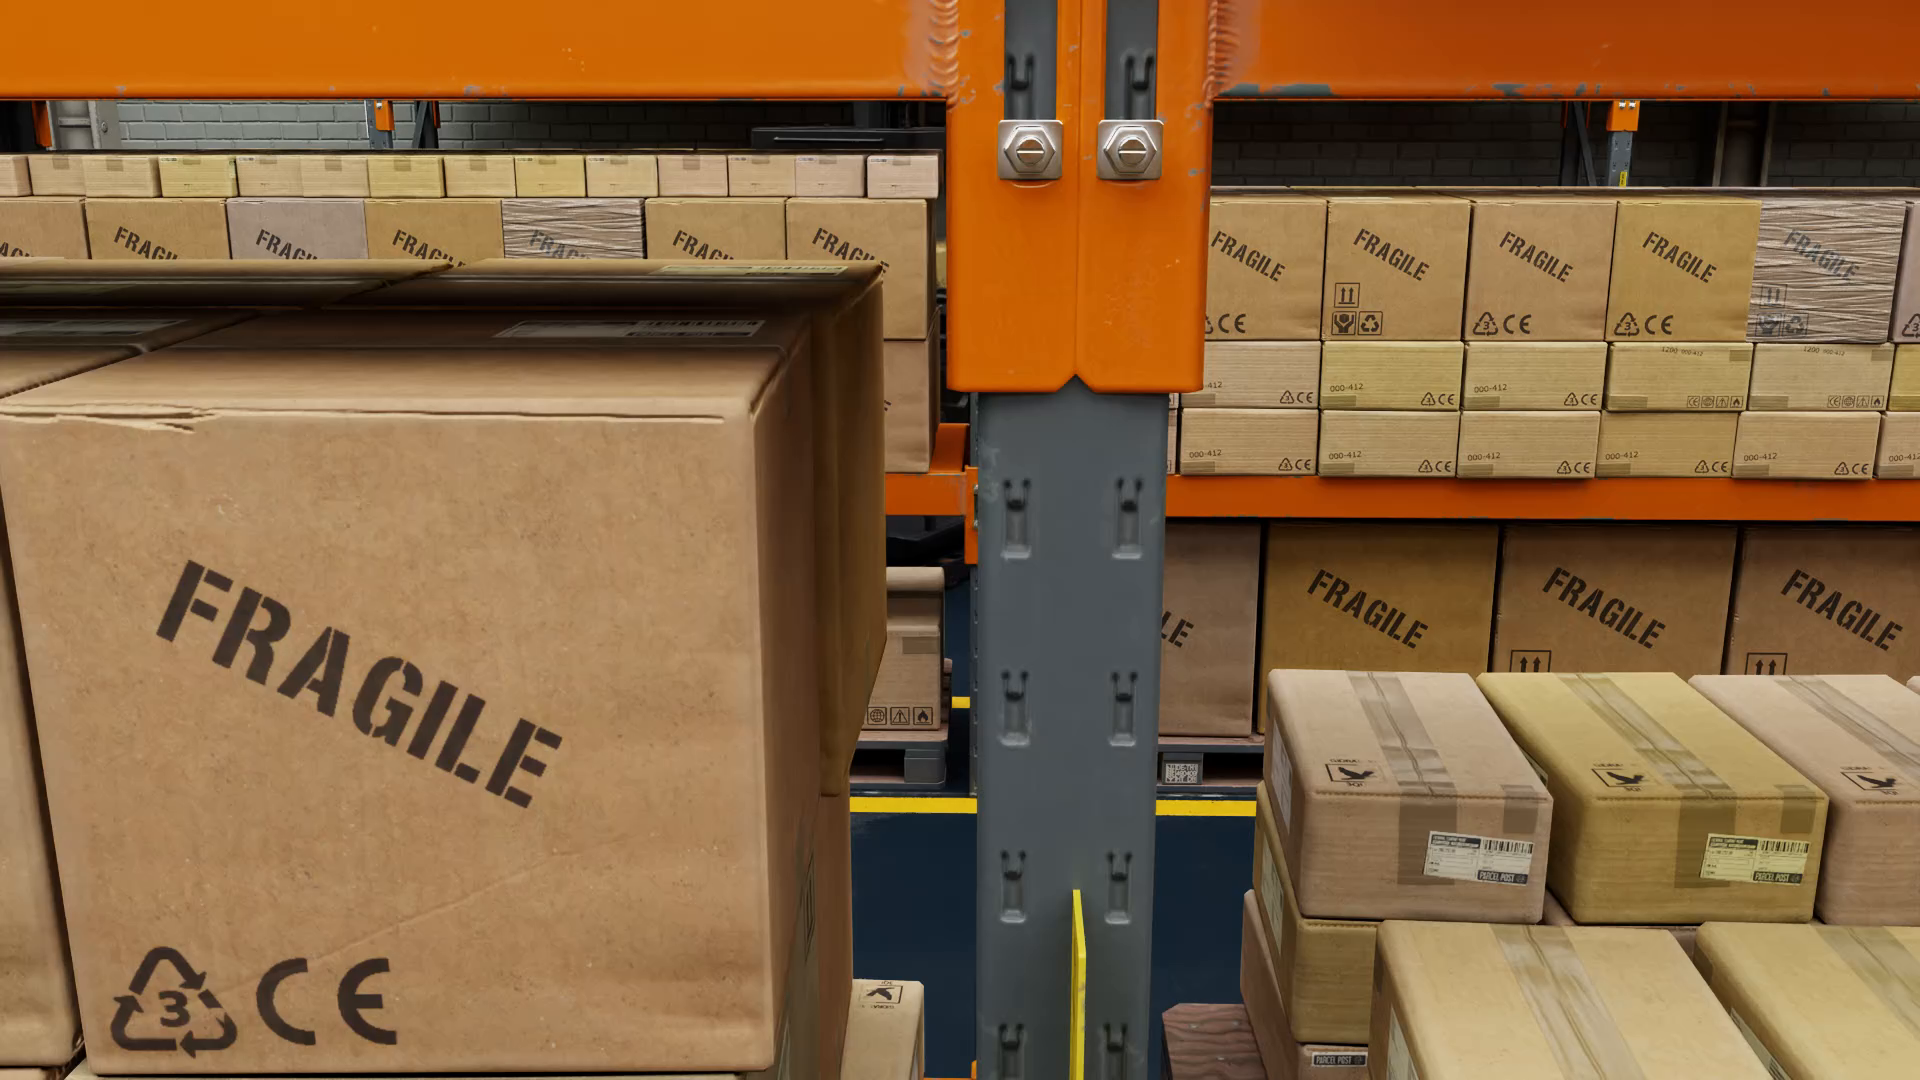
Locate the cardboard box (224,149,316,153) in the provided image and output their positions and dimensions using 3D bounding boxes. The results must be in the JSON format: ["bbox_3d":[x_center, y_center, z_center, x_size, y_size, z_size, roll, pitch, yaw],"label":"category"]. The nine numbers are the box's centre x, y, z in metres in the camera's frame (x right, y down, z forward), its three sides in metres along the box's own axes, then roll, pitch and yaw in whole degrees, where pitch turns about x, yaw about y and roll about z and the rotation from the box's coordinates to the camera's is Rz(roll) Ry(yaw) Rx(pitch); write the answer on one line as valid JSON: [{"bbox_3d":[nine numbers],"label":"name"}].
[{"bbox_3d":[-2.756,-1.498,6.711,0.250,0.149,0.380,1,15,3],"label":"cardboard box"}]

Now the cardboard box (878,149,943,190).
[{"bbox_3d":[-0.196,-1.480,6.640,0.250,0.149,0.380,0,15,1],"label":"cardboard box"}]

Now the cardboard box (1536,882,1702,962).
[{"bbox_3d":[0.754,0.425,1.934,0.250,0.149,0.380,0,15,2],"label":"cardboard box"}]

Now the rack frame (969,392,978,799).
[{"bbox_3d":[0.113,-0.566,6.605,0.127,3.000,1.000,0,15,1],"label":"rack frame"}]

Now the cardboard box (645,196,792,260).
[{"bbox_3d":[-0.872,-1.036,6.230,0.500,0.500,0.500,0,15,1],"label":"cardboard box"}]

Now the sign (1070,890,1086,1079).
[{"bbox_3d":[0.082,0.417,1.182,0.005,0.325,0.100,0,15,1],"label":"sign"}]

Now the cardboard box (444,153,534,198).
[{"bbox_3d":[-1.725,-1.354,6.166,0.250,0.149,0.380,0,15,1],"label":"cardboard box"}]

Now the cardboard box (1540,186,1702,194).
[{"bbox_3d":[2.612,-1.145,6.645,0.500,0.500,0.500,1,15,3],"label":"cardboard box"}]

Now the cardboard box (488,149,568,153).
[{"bbox_3d":[-1.718,-1.494,6.696,0.250,0.149,0.380,0,15,2],"label":"cardboard box"}]

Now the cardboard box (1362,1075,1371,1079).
[{"bbox_3d":[0.470,0.592,1.304,0.250,0.149,0.380,1,15,2],"label":"cardboard box"}]

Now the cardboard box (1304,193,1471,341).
[{"bbox_3d":[1.556,-1.021,6.175,0.500,0.500,0.500,0,15,0],"label":"cardboard box"}]

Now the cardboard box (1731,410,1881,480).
[{"bbox_3d":[3.089,-0.404,6.284,0.500,0.250,0.500,1,15,2],"label":"cardboard box"}]

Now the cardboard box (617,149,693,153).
[{"bbox_3d":[-1.221,-1.494,6.697,0.250,0.149,0.380,0,15,0],"label":"cardboard box"}]

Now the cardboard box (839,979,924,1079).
[{"bbox_3d":[-0.187,0.733,2.173,0.250,0.149,0.380,1,15,3],"label":"cardboard box"}]

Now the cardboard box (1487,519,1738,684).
[{"bbox_3d":[2.532,0.252,6.847,0.875,0.875,0.875,1,15,2],"label":"cardboard box"}]

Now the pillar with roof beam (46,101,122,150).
[{"bbox_3d":[-6.545,-3.908,7.513,0.400,9.000,9.100,0,15,1],"label":"pillar with roof beam"}]

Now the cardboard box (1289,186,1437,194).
[{"bbox_3d":[1.590,-1.149,6.659,0.500,0.500,0.500,1,15,3],"label":"cardboard box"}]

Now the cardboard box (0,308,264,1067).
[{"bbox_3d":[-0.906,0.085,1.397,0.500,0.500,0.500,0,15,0],"label":"cardboard box"}]

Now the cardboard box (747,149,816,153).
[{"bbox_3d":[-0.709,-1.468,6.597,0.250,0.149,0.380,0,15,1],"label":"cardboard box"}]

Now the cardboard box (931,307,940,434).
[{"bbox_3d":[-0.349,-0.684,6.857,0.500,0.500,0.500,1,15,3],"label":"cardboard box"}]

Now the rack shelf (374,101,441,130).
[{"bbox_3d":[-1.763,-2.947,11.161,4.000,0.370,1.077,0,15,1],"label":"rack shelf"}]

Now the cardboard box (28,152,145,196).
[{"bbox_3d":[-3.274,-1.381,6.267,0.250,0.149,0.380,1,15,3],"label":"cardboard box"}]

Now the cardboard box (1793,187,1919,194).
[{"bbox_3d":[3.625,-1.137,6.614,0.500,0.500,0.500,0,15,0],"label":"cardboard box"}]

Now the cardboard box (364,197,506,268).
[{"bbox_3d":[-1.883,-1.042,6.253,0.500,0.500,0.500,0,15,2],"label":"cardboard box"}]

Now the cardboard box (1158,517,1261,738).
[{"bbox_3d":[0.735,0.242,6.884,0.875,0.875,0.875,1,15,3],"label":"cardboard box"}]

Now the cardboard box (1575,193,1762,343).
[{"bbox_3d":[2.579,-1.014,6.149,0.500,0.500,0.500,0,15,1],"label":"cardboard box"}]

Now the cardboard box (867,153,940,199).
[{"bbox_3d":[-0.203,-1.332,6.082,0.250,0.149,0.380,0,15,0],"label":"cardboard box"}]

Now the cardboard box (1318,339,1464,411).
[{"bbox_3d":[1.572,-0.654,6.253,0.500,0.250,0.500,1,15,2],"label":"cardboard box"}]

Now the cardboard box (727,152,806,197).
[{"bbox_3d":[-0.712,-1.366,6.209,0.250,0.149,0.380,0,15,1],"label":"cardboard box"}]

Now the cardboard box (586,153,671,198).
[{"bbox_3d":[-1.217,-1.355,6.169,0.250,0.149,0.380,0,15,1],"label":"cardboard box"}]

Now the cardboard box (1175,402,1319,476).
[{"bbox_3d":[1.064,-0.420,6.347,0.500,0.250,0.500,0,15,0],"label":"cardboard box"}]

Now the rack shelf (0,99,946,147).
[{"bbox_3d":[-1.886,-1.681,6.363,4.000,0.370,1.077,0,15,1],"label":"rack shelf"}]

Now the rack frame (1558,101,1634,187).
[{"bbox_3d":[4.235,-1.806,11.304,0.127,3.000,1.000,0,15,1],"label":"rack frame"}]

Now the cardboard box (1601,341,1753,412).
[{"bbox_3d":[2.596,-0.648,6.230,0.500,0.250,0.500,0,15,0],"label":"cardboard box"}]

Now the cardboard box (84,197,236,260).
[{"bbox_3d":[-2.896,-1.046,6.270,0.500,0.500,0.500,0,15,0],"label":"cardboard box"}]

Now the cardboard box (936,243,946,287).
[{"bbox_3d":[-0.279,-1.844,11.161,0.500,0.250,0.500,1,15,3],"label":"cardboard box"}]

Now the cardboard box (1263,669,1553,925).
[{"bbox_3d":[0.494,0.281,1.899,0.250,0.149,0.380,1,15,4],"label":"cardboard box"}]

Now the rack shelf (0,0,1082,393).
[{"bbox_3d":[-1.911,-0.418,1.576,4.000,0.370,1.077,0,15,1],"label":"rack shelf"}]

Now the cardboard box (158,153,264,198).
[{"bbox_3d":[-2.753,-1.353,6.160,0.250,0.149,0.380,0,15,0],"label":"cardboard box"}]

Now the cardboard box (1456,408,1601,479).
[{"bbox_3d":[2.075,-0.407,6.297,0.500,0.250,0.500,0,15,1],"label":"cardboard box"}]

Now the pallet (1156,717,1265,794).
[{"bbox_3d":[0.887,0.768,7.014,1.213,0.211,1.003,0,15,1],"label":"pallet"}]

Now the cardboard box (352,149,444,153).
[{"bbox_3d":[-2.244,-1.492,6.687,0.250,0.149,0.380,1,15,3],"label":"cardboard box"}]

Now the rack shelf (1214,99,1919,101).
[{"bbox_3d":[2.113,-1.655,6.265,4.000,0.370,1.077,0,15,1],"label":"rack shelf"}]

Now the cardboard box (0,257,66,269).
[{"bbox_3d":[-1.378,-0.054,1.926,0.500,0.500,0.500,1,15,2],"label":"cardboard box"}]

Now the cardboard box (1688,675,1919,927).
[{"bbox_3d":[1.021,0.284,1.885,0.250,0.149,0.380,0,15,0],"label":"cardboard box"}]

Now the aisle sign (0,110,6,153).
[{"bbox_3d":[-3.949,-1.928,6.673,0.004,0.787,0.394,0,15,1],"label":"aisle sign"}]

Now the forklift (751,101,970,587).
[{"bbox_3d":[-0.443,-1.246,9.317,1.130,2.935,3.031,9,17,31],"label":"forklift"}]

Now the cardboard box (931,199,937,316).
[{"bbox_3d":[-0.357,-1.163,6.710,0.500,0.500,0.500,0,15,2],"label":"cardboard box"}]

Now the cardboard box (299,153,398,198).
[{"bbox_3d":[-2.241,-1.352,6.158,0.250,0.149,0.380,1,15,2],"label":"cardboard box"}]

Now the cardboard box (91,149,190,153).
[{"bbox_3d":[-3.267,-1.491,6.682,0.250,0.149,0.380,1,15,2],"label":"cardboard box"}]

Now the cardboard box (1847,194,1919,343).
[{"bbox_3d":[3.588,-1.008,6.126,0.500,0.500,0.500,0,15,0],"label":"cardboard box"}]

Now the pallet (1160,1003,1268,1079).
[{"bbox_3d":[0.848,0.832,1.683,1.213,0.211,1.003,0,15,1],"label":"pallet"}]

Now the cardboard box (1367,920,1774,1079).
[{"bbox_3d":[0.470,0.448,1.266,0.250,0.149,0.380,1,15,4],"label":"cardboard box"}]

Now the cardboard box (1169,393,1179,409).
[{"bbox_3d":[0.546,-0.660,6.277,0.500,0.250,0.500,0,15,0],"label":"cardboard box"}]

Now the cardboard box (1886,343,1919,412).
[{"bbox_3d":[3.621,-0.647,6.228,0.500,0.250,0.500,0,15,1],"label":"cardboard box"}]

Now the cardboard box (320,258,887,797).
[{"bbox_3d":[-0.357,-0.044,1.886,0.500,0.500,0.500,1,15,3],"label":"cardboard box"}]

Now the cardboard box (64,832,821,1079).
[{"bbox_3d":[-0.403,0.574,1.506,0.500,0.500,0.500,0,15,2],"label":"cardboard box"}]

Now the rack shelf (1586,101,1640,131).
[{"bbox_3d":[6.234,-2.895,10.964,4.000,0.370,1.077,0,15,1],"label":"rack shelf"}]
